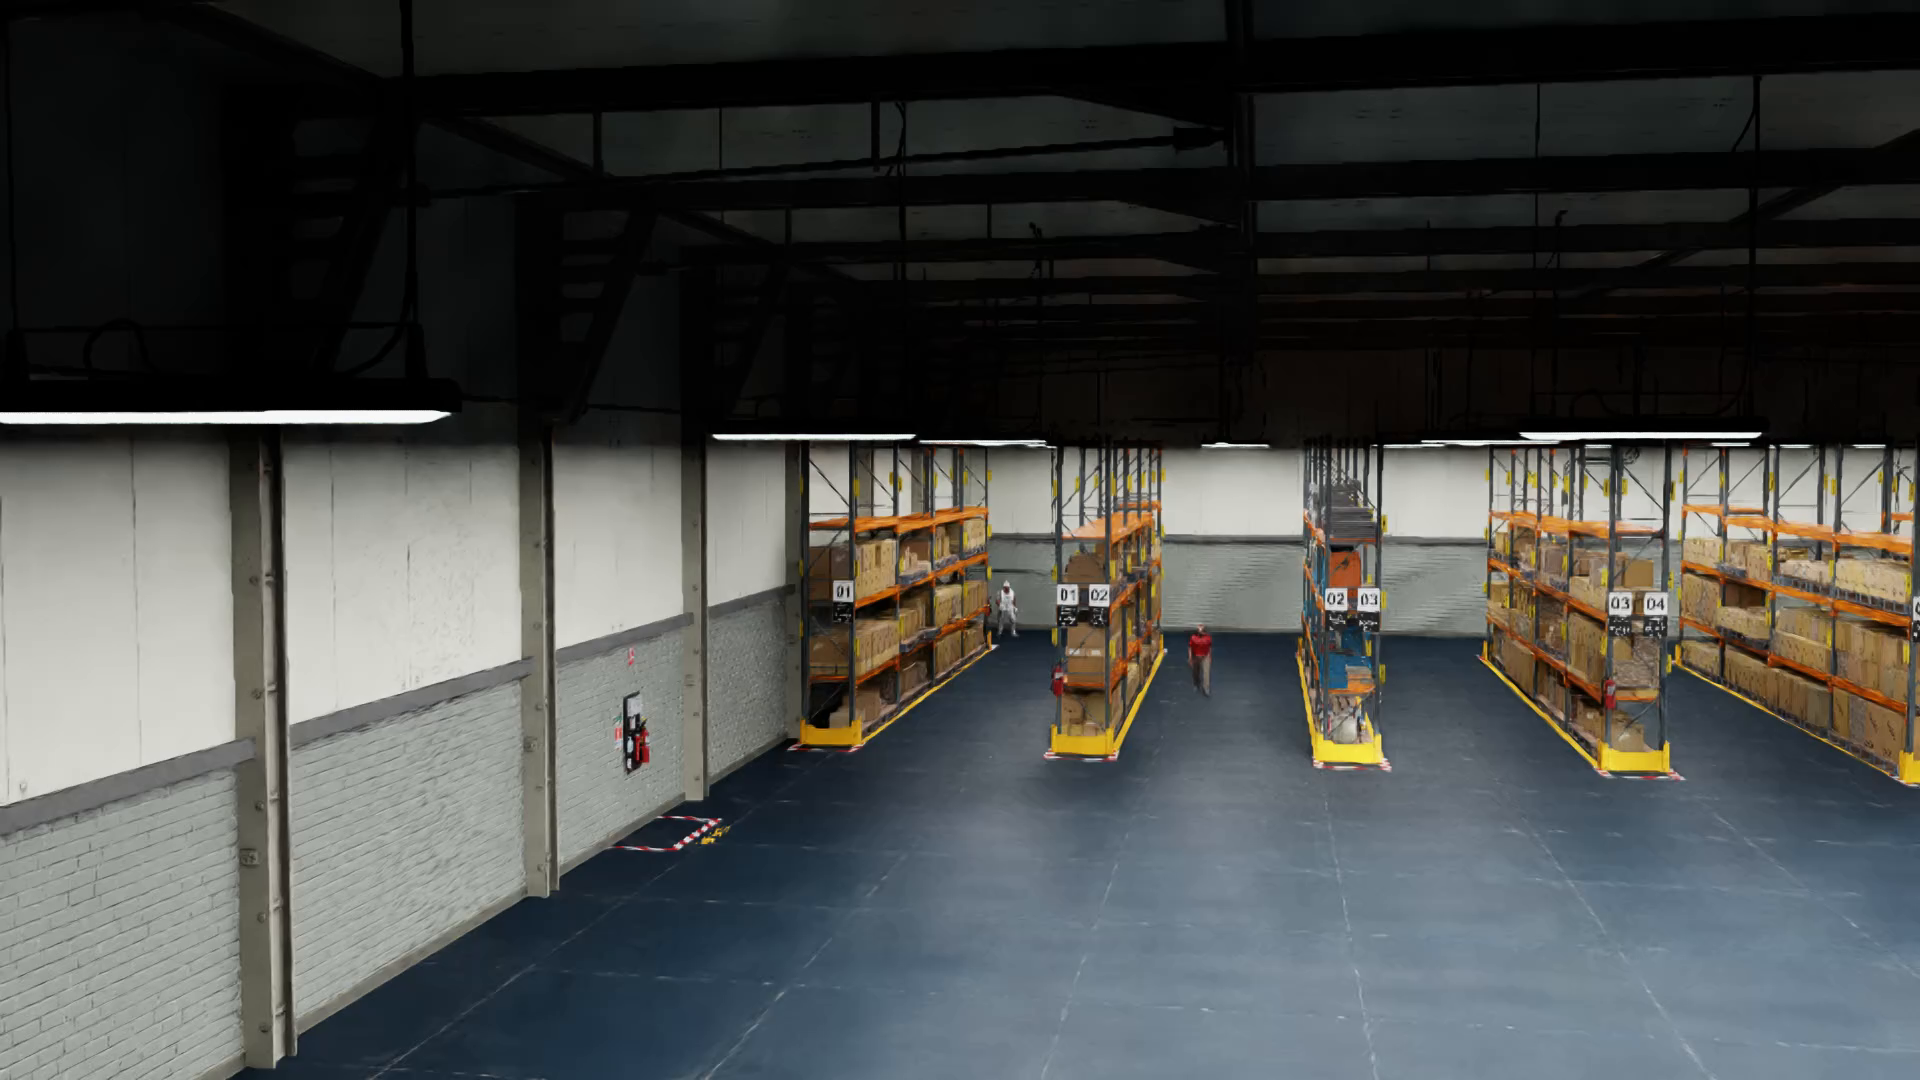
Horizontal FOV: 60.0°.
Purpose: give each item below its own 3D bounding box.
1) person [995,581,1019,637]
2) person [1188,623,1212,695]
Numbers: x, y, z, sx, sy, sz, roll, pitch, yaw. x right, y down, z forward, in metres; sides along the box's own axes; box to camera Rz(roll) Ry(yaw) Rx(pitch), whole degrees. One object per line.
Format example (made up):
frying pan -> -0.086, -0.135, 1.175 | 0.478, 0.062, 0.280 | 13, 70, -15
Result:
person -> 1.417, 2.107, 50.898 | 0.701, 1.718, 0.849 | 0, 3, -6
person -> 5.626, 2.769, 38.982 | 0.547, 1.641, 1.115 | 0, 3, 9
